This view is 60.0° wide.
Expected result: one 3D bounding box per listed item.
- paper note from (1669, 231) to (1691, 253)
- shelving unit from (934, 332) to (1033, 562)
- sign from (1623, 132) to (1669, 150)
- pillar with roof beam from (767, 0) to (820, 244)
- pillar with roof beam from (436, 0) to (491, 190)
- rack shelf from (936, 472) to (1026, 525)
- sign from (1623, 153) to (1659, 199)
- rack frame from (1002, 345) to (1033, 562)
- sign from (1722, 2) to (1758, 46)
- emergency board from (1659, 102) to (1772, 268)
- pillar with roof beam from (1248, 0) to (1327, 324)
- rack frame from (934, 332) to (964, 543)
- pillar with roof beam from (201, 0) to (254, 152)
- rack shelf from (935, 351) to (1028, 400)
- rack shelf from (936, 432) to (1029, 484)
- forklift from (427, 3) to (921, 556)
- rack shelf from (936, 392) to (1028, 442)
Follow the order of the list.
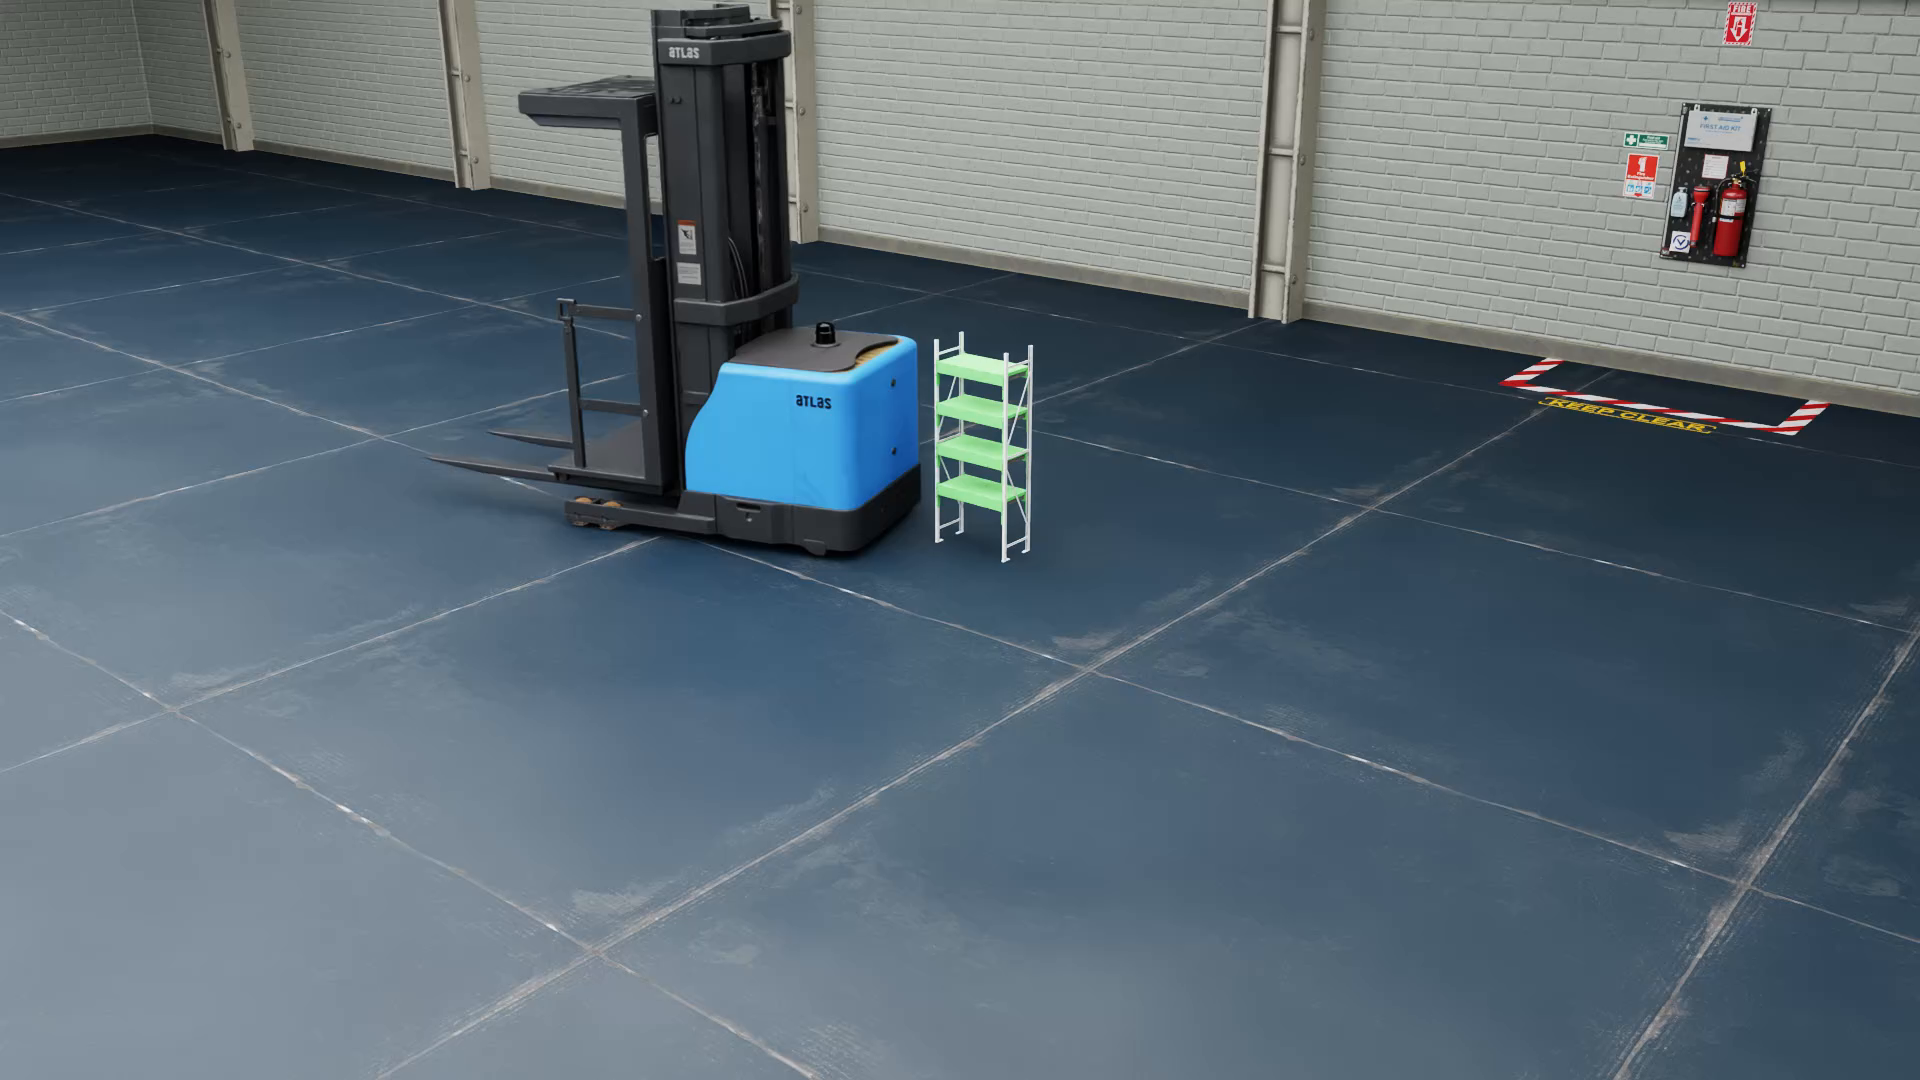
[{"bbox_3d":[5.508,-2.279,12.708,0.142,0.148,0.016,16,26,36],"label":"paper note"},{"bbox_3d":[0.128,-0.524,9.359,0.503,1.200,0.258,16,26,36],"label":"shelving unit"},{"bbox_3d":[5.236,-3.045,12.691,0.331,0.109,0.001,16,26,36],"label":"sign"},{"bbox_3d":[-4.527,-6.378,13.829,0.400,9.000,9.100,16,26,36],"label":"pillar with roof beam"},{"bbox_3d":[-9.175,-7.717,17.378,0.400,9.000,9.100,16,26,36],"label":"pillar with roof beam"},{"bbox_3d":[0.128,-0.240,9.466,0.480,0.148,0.258,16,26,36],"label":"rack shelf"},{"bbox_3d":[5.238,-2.801,12.794,0.234,0.329,0.001,16,26,36],"label":"sign"},{"bbox_3d":[0.317,-0.470,9.214,0.015,1.200,0.240,16,26,36],"label":"rack frame"},{"bbox_3d":[5.658,-3.746,12.066,0.199,0.298,0.001,16,26,36],"label":"sign"},{"bbox_3d":[5.601,-2.633,12.398,0.643,1.169,0.194,16,26,36],"label":"emergency board"},{"bbox_3d":[0.121,-5.040,10.279,0.400,9.000,9.100,16,26,36],"label":"pillar with roof beam"},{"bbox_3d":[-0.061,-0.579,9.503,0.015,1.200,0.240,16,26,36],"label":"rack frame"},{"bbox_3d":[-13.824,-9.055,20.928,0.400,9.000,9.100,16,26,36],"label":"pillar with roof beam"},{"bbox_3d":[0.128,-0.914,9.212,0.480,0.148,0.258,16,26,36],"label":"rack shelf"},{"bbox_3d":[0.128,-0.465,9.381,0.480,0.148,0.258,16,26,36],"label":"rack shelf"},{"bbox_3d":[-1.807,-1.594,9.741,3.031,2.935,1.130,8,22,20],"label":"forklift"},{"bbox_3d":[0.128,-0.689,9.296,0.480,0.148,0.258,16,26,36],"label":"rack shelf"}]
